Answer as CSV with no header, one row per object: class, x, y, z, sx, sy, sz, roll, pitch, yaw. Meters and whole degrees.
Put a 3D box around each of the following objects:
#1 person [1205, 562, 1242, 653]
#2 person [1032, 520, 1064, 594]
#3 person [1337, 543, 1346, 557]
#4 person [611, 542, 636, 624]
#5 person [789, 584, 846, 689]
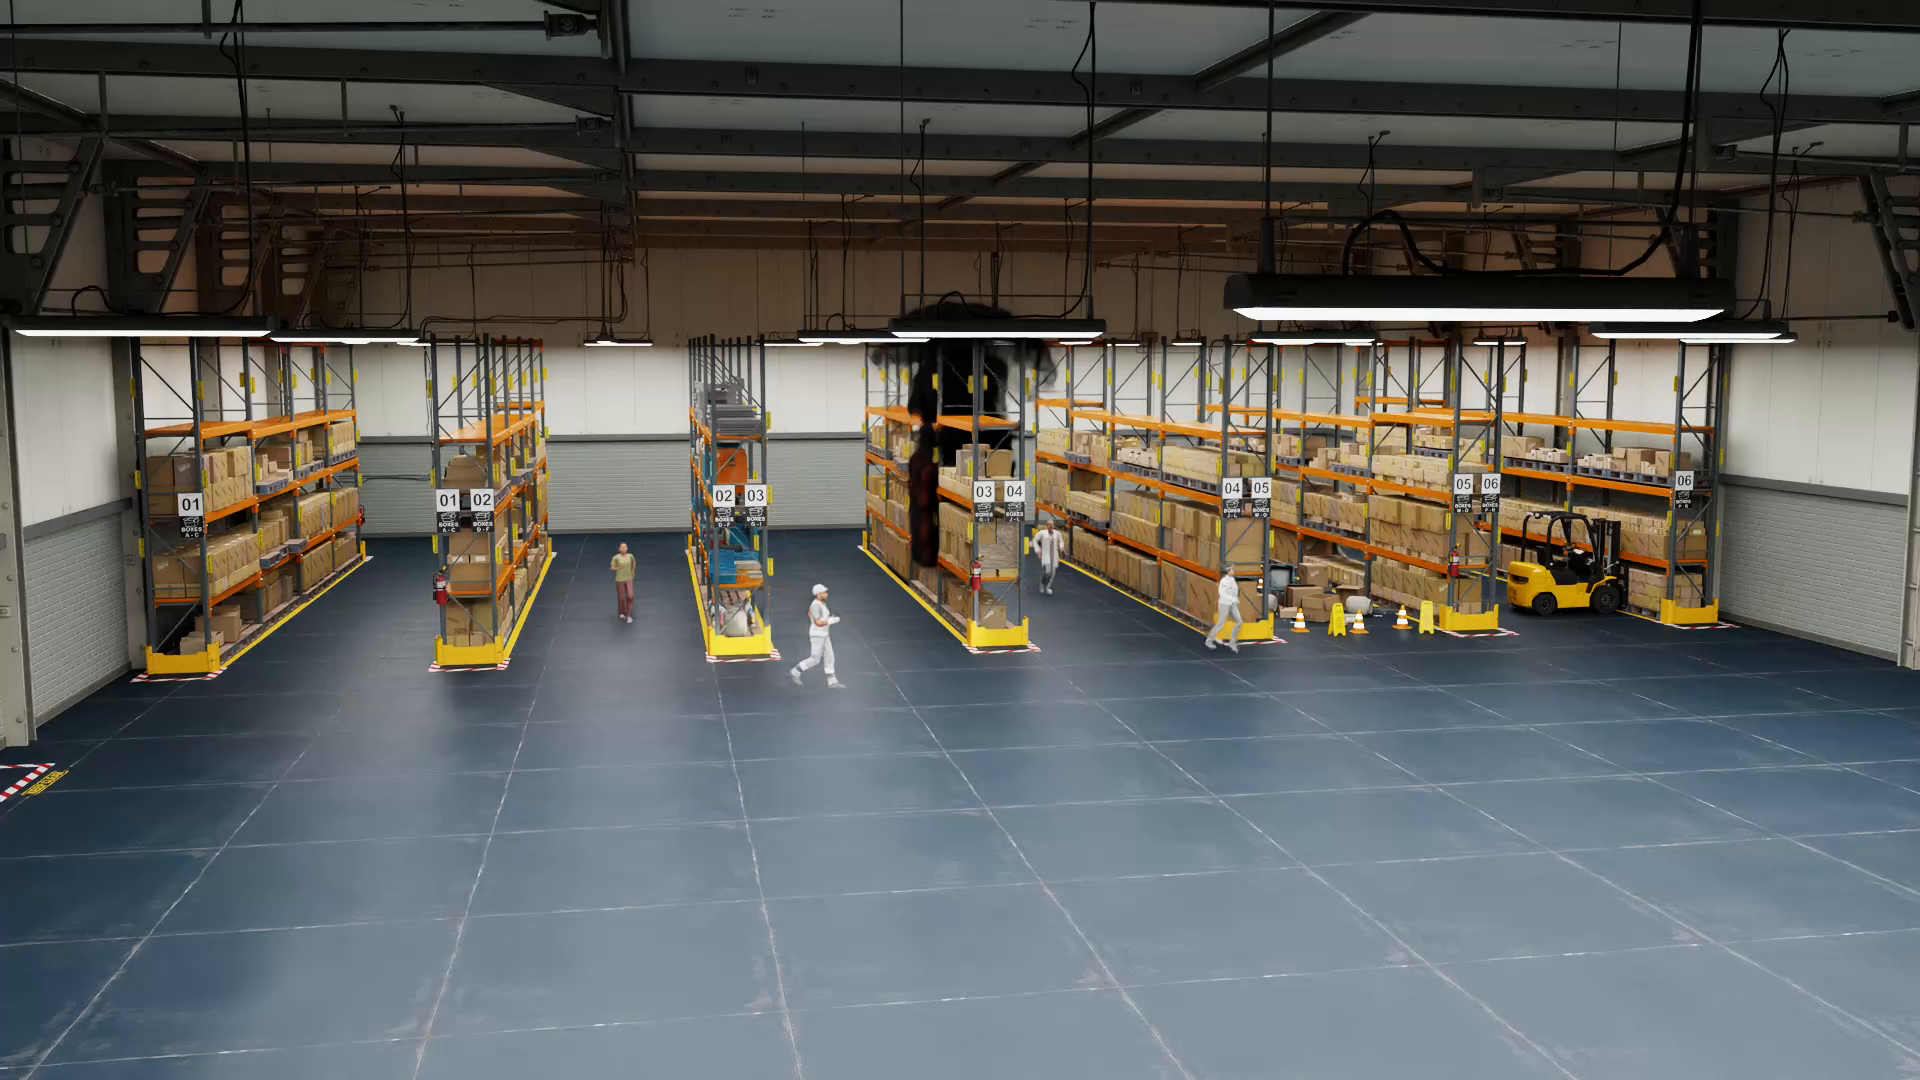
person,5.076,1.270,31.726,0.674,1.706,0.662,5,8,38
person,2.117,0.398,38.910,0.717,1.747,0.645,-2,7,-18
person,10.154,-0.139,44.135,0.574,1.642,0.688,-1,7,-12
person,-7.066,0.888,34.981,0.559,1.717,0.698,-2,7,-20
person,-2.393,1.620,27.899,0.972,1.768,0.661,1,7,8
